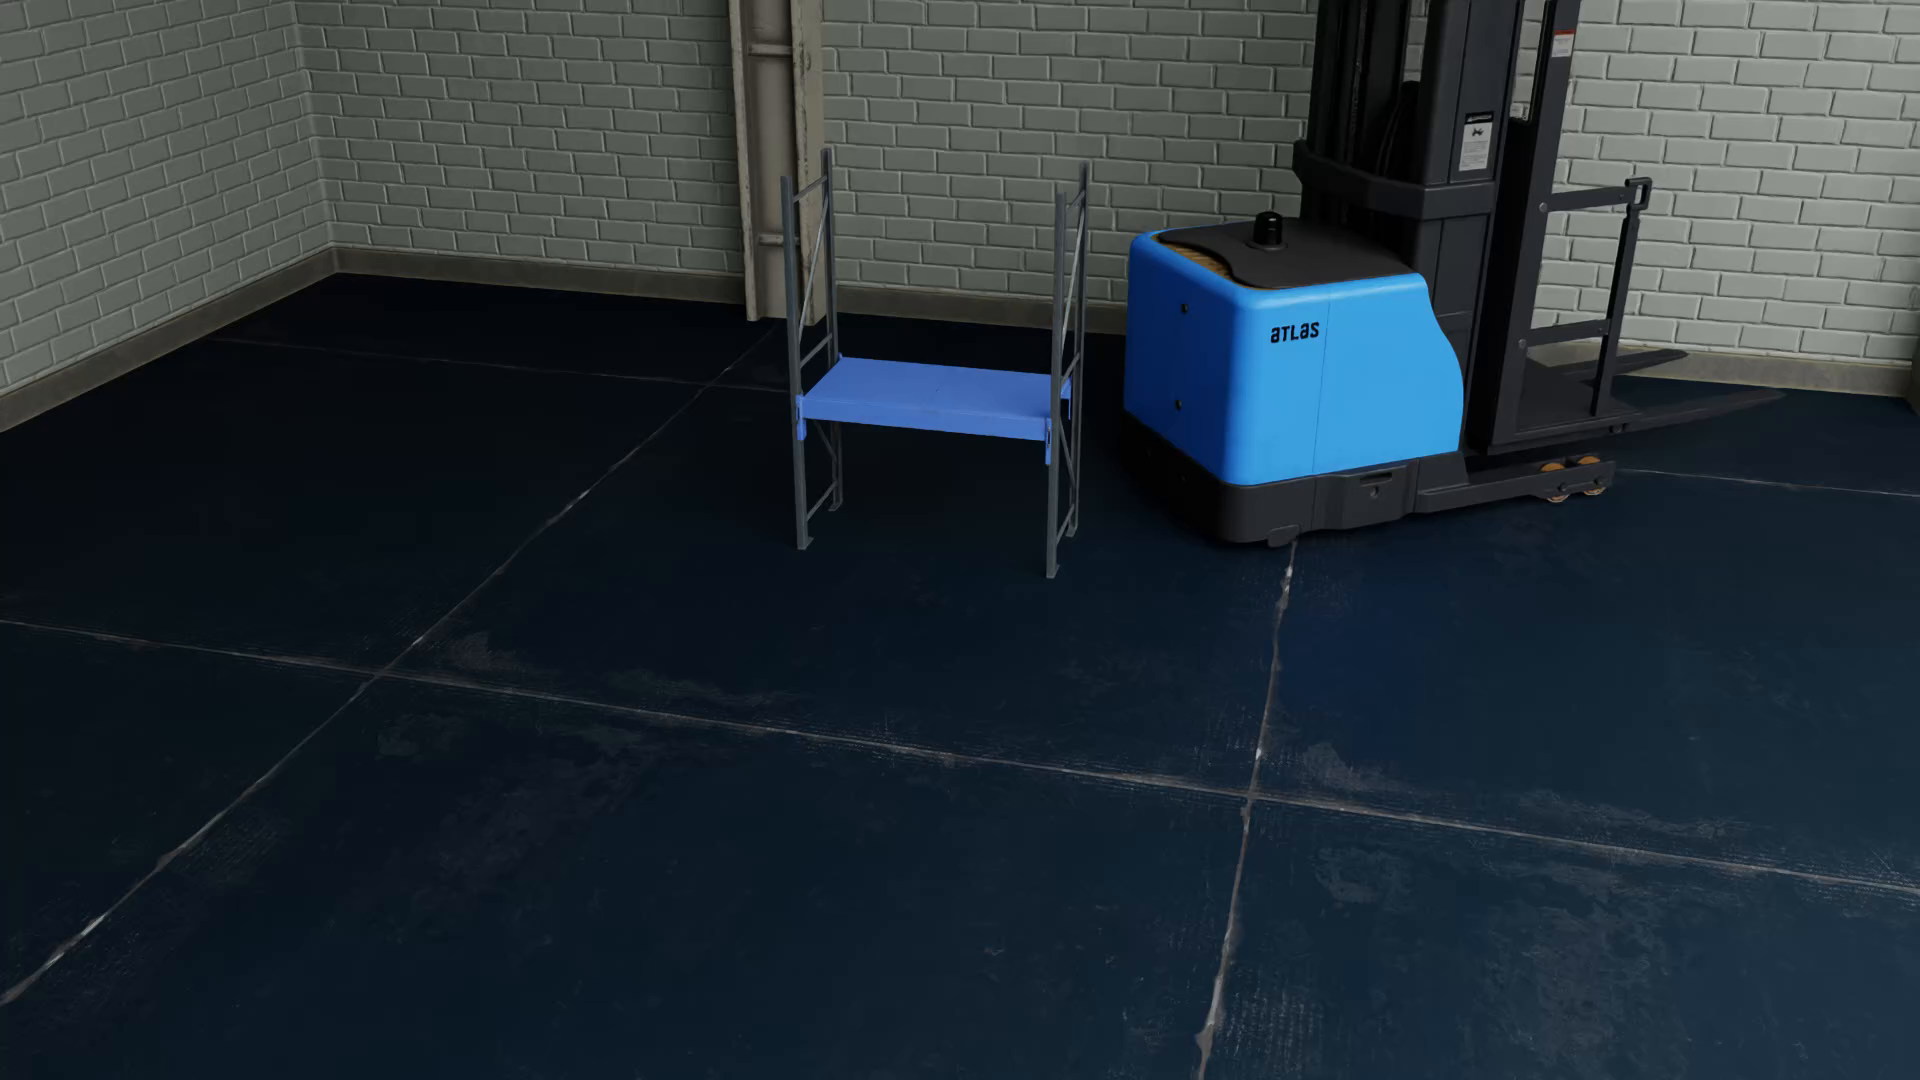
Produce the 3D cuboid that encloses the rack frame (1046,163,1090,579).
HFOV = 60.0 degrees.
[{"bbox_3d":[0.410,-0.632,6.332,0.032,1.500,0.500,6,26,13],"label":"rack frame"}]

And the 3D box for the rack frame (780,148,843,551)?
[{"bbox_3d":[-0.575,-0.741,6.561,0.032,1.500,0.500,6,26,13],"label":"rack frame"}]

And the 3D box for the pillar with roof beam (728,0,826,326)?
[{"bbox_3d":[-2.043,-3.547,3.732,0.400,9.000,9.100,6,26,13],"label":"pillar with roof beam"}]

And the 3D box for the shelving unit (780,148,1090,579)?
[{"bbox_3d":[-0.083,-0.686,6.447,1.048,1.500,0.538,6,26,13],"label":"shelving unit"}]

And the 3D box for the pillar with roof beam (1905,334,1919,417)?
[{"bbox_3d":[3.768,-2.905,2.382,0.400,9.000,9.100,6,26,13],"label":"pillar with roof beam"}]

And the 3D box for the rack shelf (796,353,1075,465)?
[{"bbox_3d":[-0.083,-0.524,6.524,1.000,0.185,0.538,6,26,13],"label":"rack shelf"}]

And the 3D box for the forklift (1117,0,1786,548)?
[{"bbox_3d":[2.265,-1.683,6.874,3.031,2.935,1.130,-10,27,-20],"label":"forklift"}]
